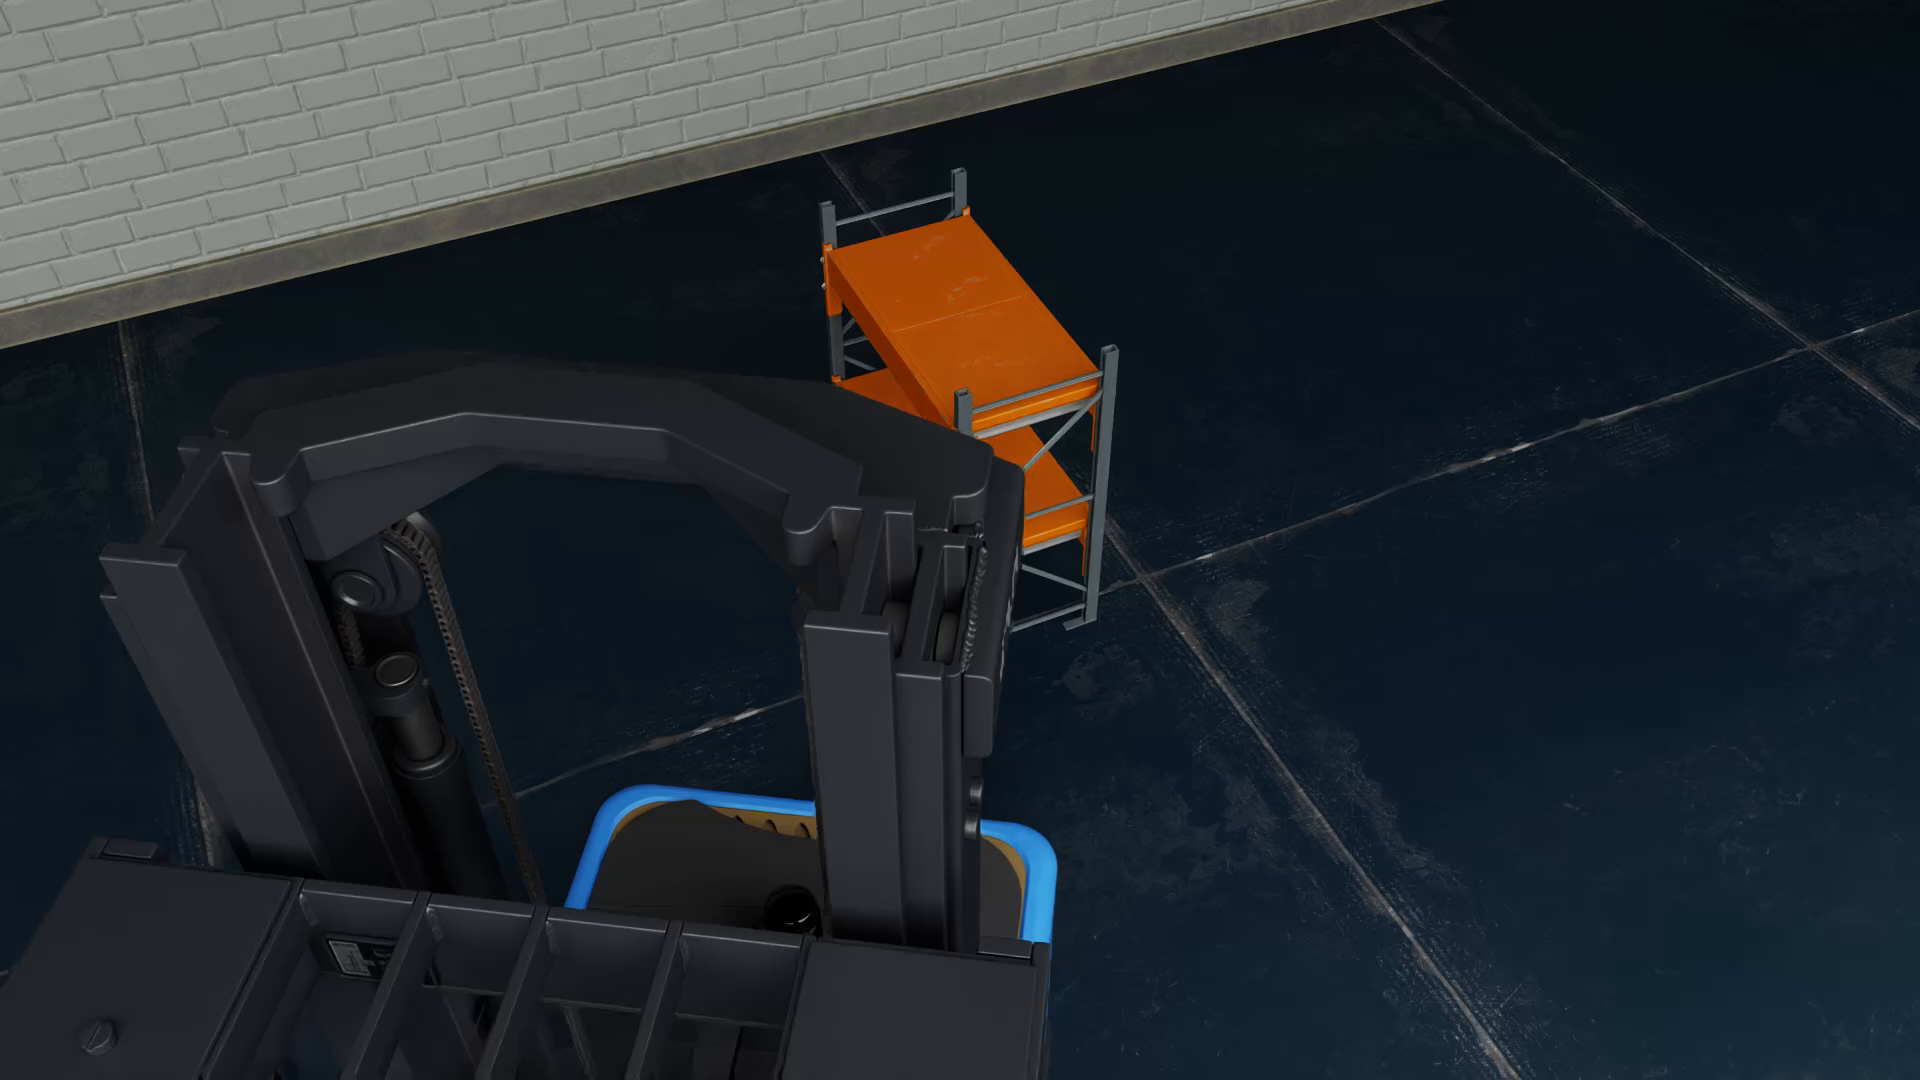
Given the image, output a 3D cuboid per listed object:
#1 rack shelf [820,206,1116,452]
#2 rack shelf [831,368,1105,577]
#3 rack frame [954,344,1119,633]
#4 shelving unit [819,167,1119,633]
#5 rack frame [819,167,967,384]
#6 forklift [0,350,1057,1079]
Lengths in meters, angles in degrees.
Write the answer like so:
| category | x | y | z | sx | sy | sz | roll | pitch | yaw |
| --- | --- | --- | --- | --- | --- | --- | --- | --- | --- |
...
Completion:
| category | x | y | z | sx | sy | sz | roll | pitch | yaw |
| --- | --- | --- | --- | --- | --- | --- | --- | --- | --- |
| rack shelf | 0.003 | -0.604 | 5.145 | 0.538 | 0.278 | 1.000 | -18 | 47 | -17 |
| rack shelf | 0.003 | -0.222 | 5.522 | 0.538 | 0.278 | 1.000 | -18 | 47 | -17 |
| rack frame | 0.217 | -0.072 | 5.022 | 0.500 | 1.125 | 0.032 | -18 | 47 | -17 |
| shelving unit | 0.003 | -0.396 | 5.351 | 0.538 | 1.125 | 1.048 | -18 | 47 | -17 |
| rack frame | -0.211 | -0.720 | 5.679 | 0.500 | 1.125 | 0.032 | -18 | 47 | -17 |
| forklift | -0.478 | 1.325 | 2.320 | 1.130 | 2.935 | 3.031 | 5 | 45 | 5 |
